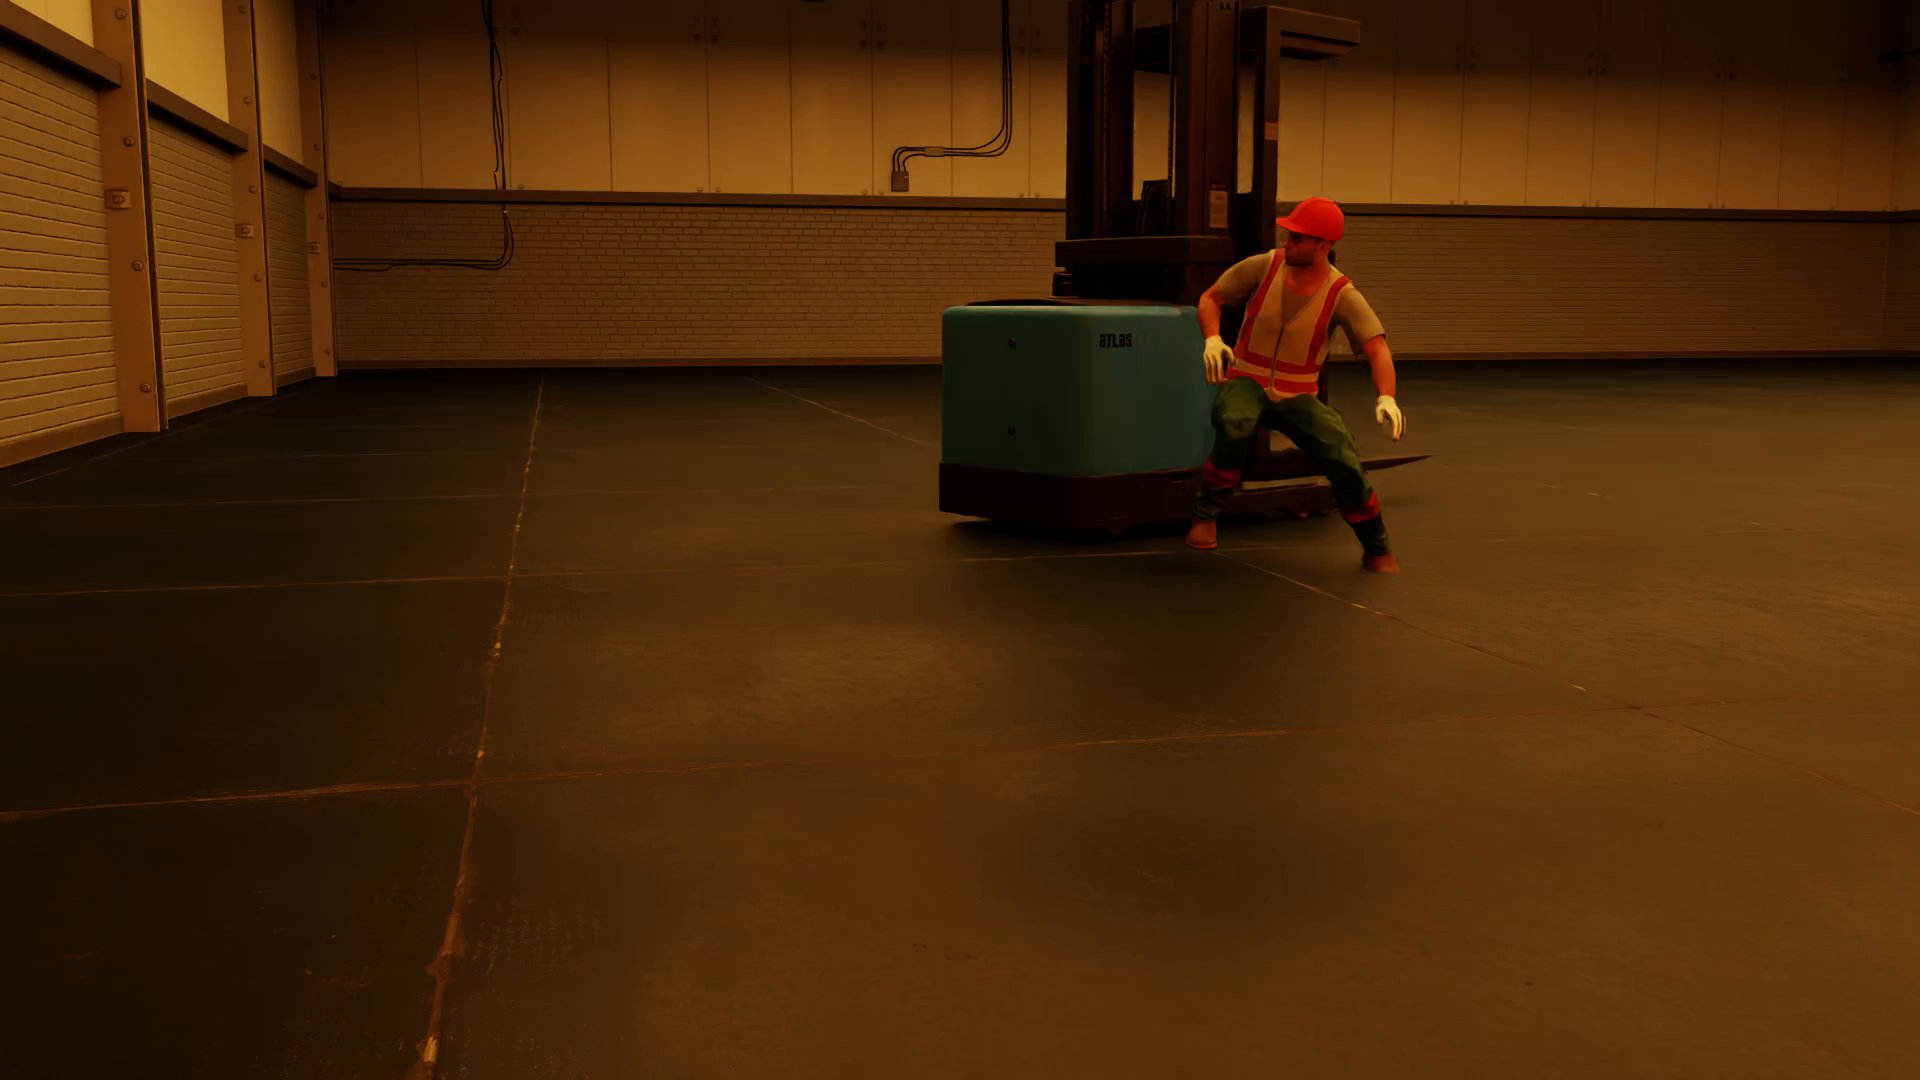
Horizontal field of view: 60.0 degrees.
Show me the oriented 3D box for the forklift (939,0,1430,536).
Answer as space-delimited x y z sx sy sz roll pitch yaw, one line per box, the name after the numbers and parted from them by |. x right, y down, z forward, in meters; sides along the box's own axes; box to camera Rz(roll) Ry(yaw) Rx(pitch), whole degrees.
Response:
1.341 -1.613 8.653 3.031 2.935 1.130 -7 10 -40 | forklift

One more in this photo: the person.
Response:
1.379 -0.604 6.769 0.887 1.545 0.709 1 8 8 | person
